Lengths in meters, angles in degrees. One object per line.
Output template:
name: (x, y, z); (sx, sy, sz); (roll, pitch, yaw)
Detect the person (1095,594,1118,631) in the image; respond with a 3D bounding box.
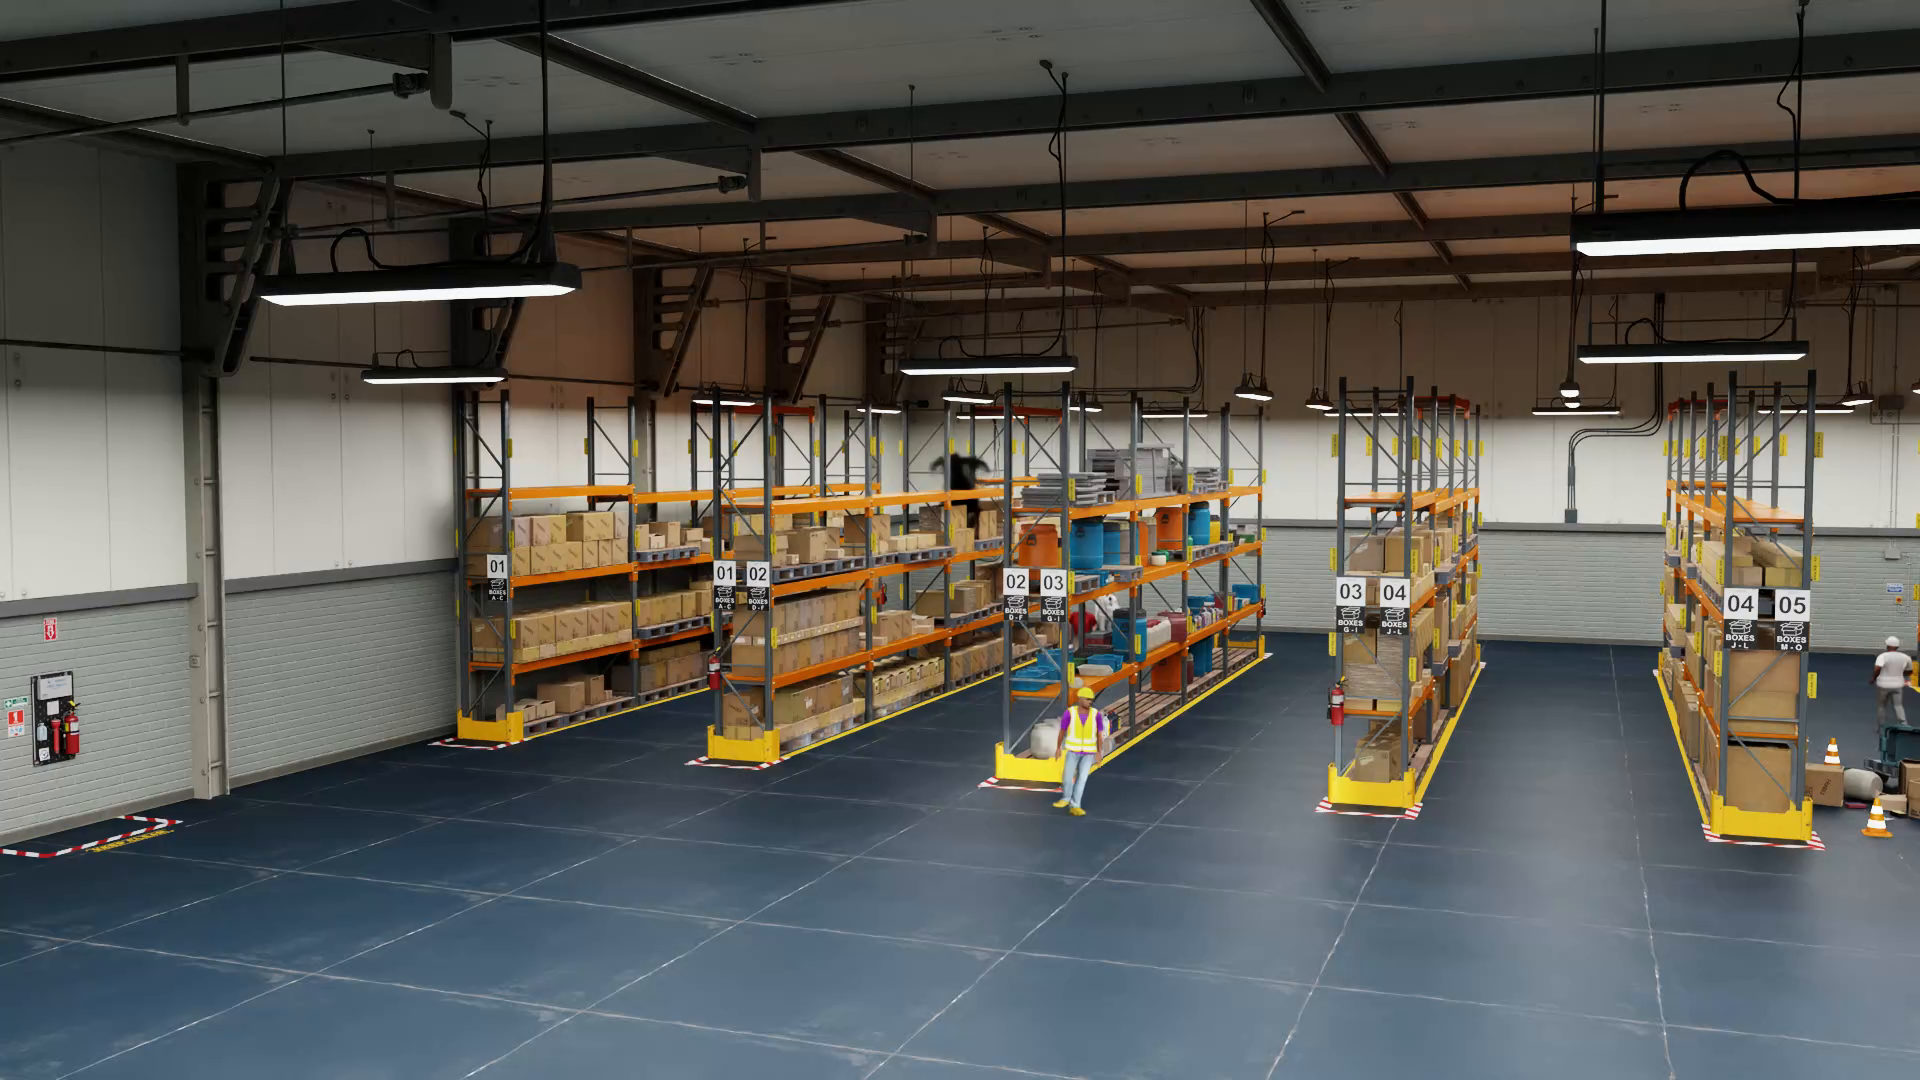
person: (3.594, 1.909, 40.891); (0.572, 1.718, 0.695); (0, 3, 6)

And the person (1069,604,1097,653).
person: (2.673, 2.178, 36.368); (0.652, 1.666, 0.680); (0, 3, 3)

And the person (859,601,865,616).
person: (-2.486, 2.034, 38.408); (0.644, 1.748, 0.724); (1, 3, 10)

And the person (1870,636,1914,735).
person: (16.118, 2.536, 28.773); (0.699, 1.748, 0.931); (1, 3, 10)

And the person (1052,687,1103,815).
person: (1.605, 2.873, 22.649); (0.672, 1.743, 0.456); (0, 3, -7)
